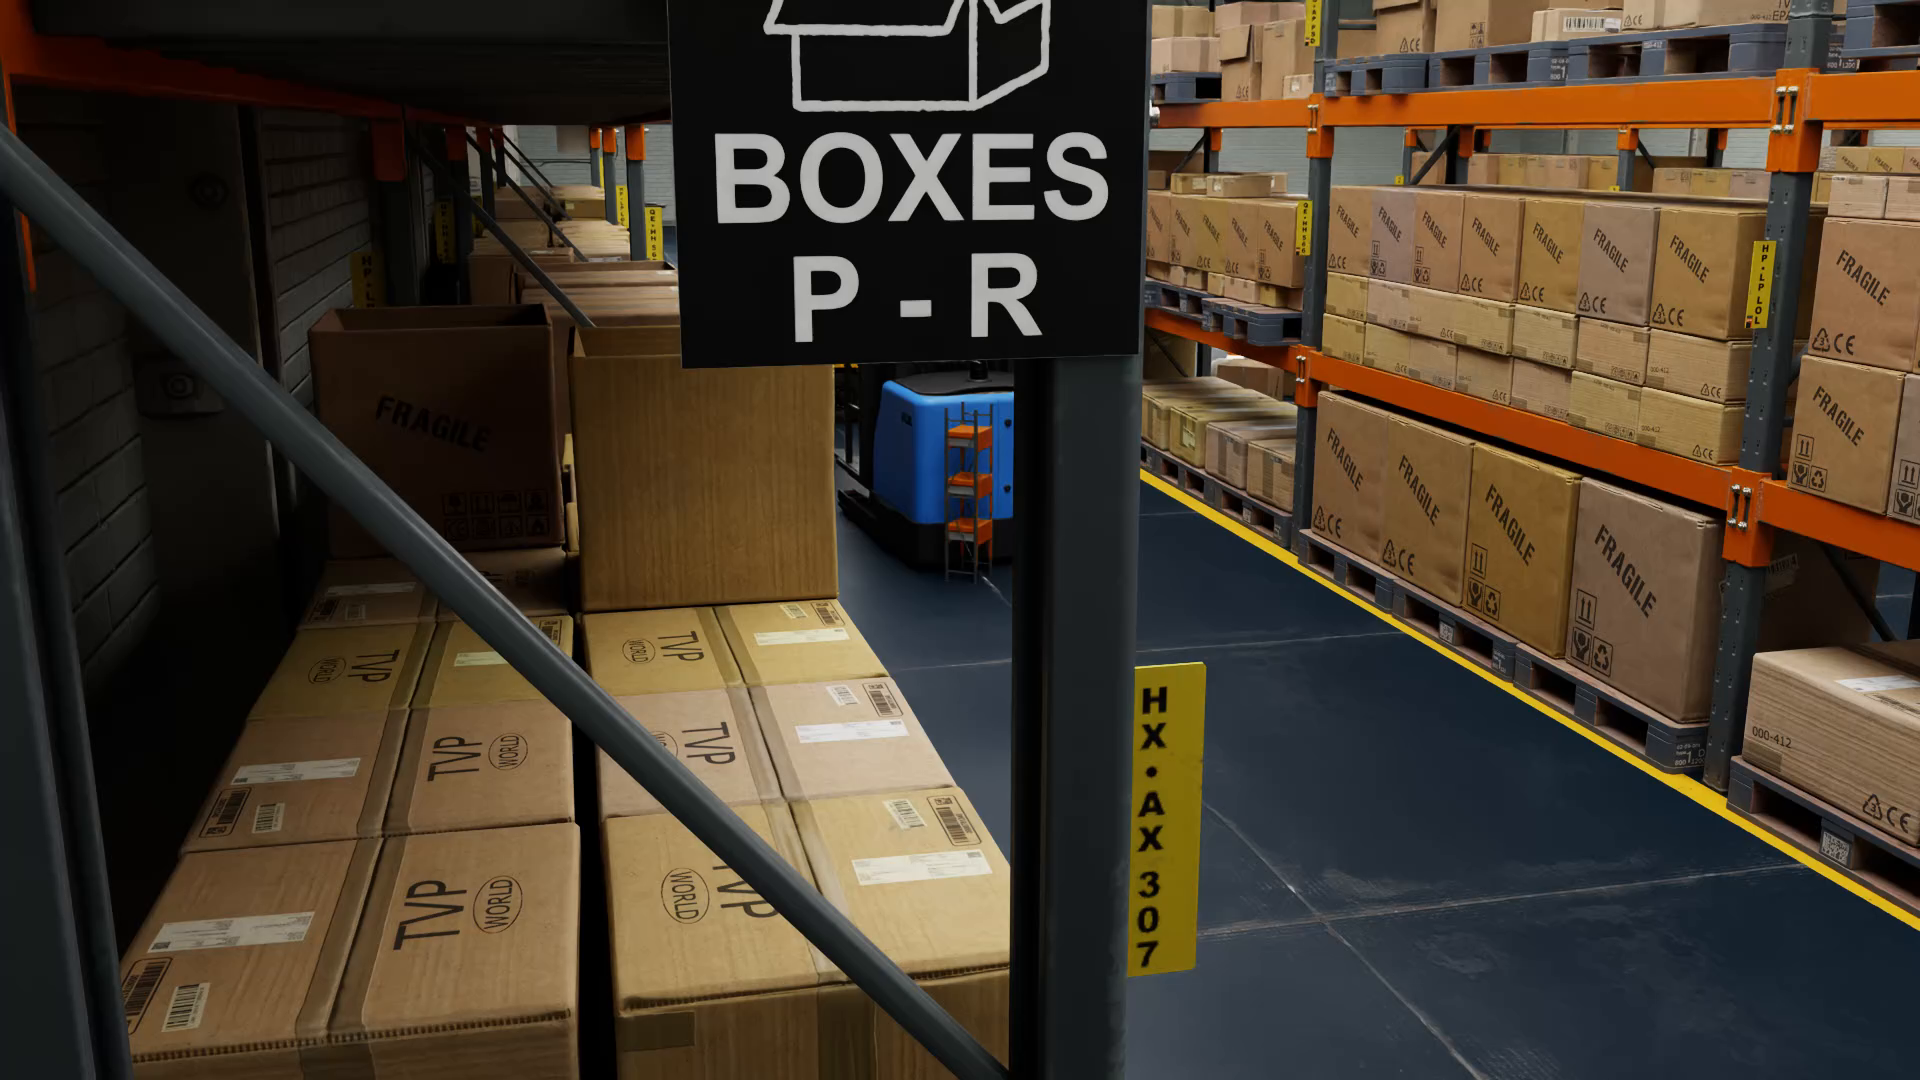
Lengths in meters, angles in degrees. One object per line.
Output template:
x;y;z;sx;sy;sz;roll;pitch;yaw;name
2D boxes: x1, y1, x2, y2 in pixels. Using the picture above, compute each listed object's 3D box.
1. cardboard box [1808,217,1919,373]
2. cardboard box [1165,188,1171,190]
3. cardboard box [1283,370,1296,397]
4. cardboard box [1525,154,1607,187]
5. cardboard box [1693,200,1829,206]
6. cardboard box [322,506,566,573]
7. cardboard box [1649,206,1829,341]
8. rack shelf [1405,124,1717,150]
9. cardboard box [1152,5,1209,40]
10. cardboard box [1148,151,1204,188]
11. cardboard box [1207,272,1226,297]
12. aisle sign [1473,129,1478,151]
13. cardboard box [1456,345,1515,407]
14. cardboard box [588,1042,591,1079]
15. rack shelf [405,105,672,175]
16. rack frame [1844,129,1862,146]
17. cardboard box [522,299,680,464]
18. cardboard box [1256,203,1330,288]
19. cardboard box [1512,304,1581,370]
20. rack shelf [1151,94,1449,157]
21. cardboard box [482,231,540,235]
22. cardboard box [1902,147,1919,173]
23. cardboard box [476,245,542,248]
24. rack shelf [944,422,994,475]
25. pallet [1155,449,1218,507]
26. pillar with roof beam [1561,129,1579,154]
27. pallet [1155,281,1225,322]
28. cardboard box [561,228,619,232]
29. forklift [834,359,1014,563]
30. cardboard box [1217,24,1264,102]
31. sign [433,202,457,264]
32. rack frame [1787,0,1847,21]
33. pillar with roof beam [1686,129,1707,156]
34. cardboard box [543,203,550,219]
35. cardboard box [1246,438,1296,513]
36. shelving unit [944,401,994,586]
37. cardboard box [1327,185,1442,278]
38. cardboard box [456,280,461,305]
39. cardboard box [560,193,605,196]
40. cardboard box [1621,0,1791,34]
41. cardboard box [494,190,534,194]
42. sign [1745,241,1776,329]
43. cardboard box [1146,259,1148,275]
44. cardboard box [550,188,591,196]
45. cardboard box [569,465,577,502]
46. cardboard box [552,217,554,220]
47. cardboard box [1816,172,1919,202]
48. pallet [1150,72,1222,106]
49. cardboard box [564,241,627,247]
3.423;-0.881;5.895;0.500;0.500;0.500;-3;14;-13;cardboard box
1.499;-2.589;13.480;0.500;0.500;0.500;-3;14;-12;cardboard box
3.602;-1.762;17.077;0.637;0.503;0.797;10;17;35;cardboard box
6.167;-3.552;16.554;0.875;0.550;0.550;-3;14;-13;cardboard box
3.576;-1.238;7.355;0.500;0.500;0.500;-3;14;-14;cardboard box
-1.180;0.100;3.888;0.500;0.250;0.500;-3;14;-12;cardboard box
3.198;-1.093;6.765;0.500;0.500;0.500;-3;14;-11;cardboard box
5.986;-4.184;16.928;1.077;0.370;4.000;-3;14;-13;rack shelf
1.542;-3.875;12.526;0.500;0.250;0.500;-4;14;-14;cardboard box
1.775;-3.108;14.384;0.700;0.500;0.500;-3;14;-14;cardboard box
1.936;-1.772;11.504;0.380;0.149;0.250;-3;14;-12;cardboard box
5.791;-4.834;18.914;0.394;0.787;0.004;-3;14;-13;aisle sign
2.852;-0.841;8.363;0.500;0.250;0.500;-3;14;-13;cardboard box
-0.676;0.729;2.153;0.380;0.149;0.250;-3;14;-12;cardboard box
-1.747;-1.762;7.013;1.077;0.370;4.000;-3;14;-13;rack shelf
10.361;-3.791;20.123;1.000;3.000;0.127;-3;14;-13;rack frame
-1.174;-0.569;5.841;0.700;0.500;0.500;-3;14;-12;cardboard box
2.230;-1.879;10.577;0.500;0.500;0.500;-4;14;-15;cardboard box
2.955;-0.962;7.808;0.500;0.250;0.500;-3;14;-12;cardboard box
2.138;-2.962;11.926;1.077;0.370;4.000;-3;14;-13;rack shelf
-3.034;-2.012;11.263;0.380;0.149;0.250;-3;14;-14;cardboard box
10.578;-3.981;17.959;0.500;0.500;0.500;-3;14;-13;cardboard box
-2.661;-1.660;9.824;0.380;0.149;0.250;-3;14;-13;cardboard box
0.054;-0.542;9.780;0.215;0.259;0.240;6;15;22;rack shelf
2.142;-0.499;12.527;1.003;0.211;1.213;-3;14;-13;pallet
14.581;-14.101;49.683;9.100;9.000;0.548;-3;14;-13;pillar with roof beam
2.103;-1.754;12.190;1.003;0.211;1.213;-3;14;-13;pallet
-2.584;-2.100;11.626;0.380;0.149;0.250;-4;14;-15;cardboard box
-0.222;-1.590;11.259;1.130;2.935;3.031;-4;14;-17;forklift
2.221;-3.250;11.373;0.797;0.503;0.637;-3;14;-13;cardboard box
-2.756;-1.646;8.905;0.100;0.325;0.005;-3;14;-13;sign
3.547;-3.384;5.819;1.000;3.000;0.127;-3;14;-13;rack frame
15.990;-12.717;44.017;9.100;9.000;0.548;-3;14;-13;pillar with roof beam
-4.095;-3.120;15.798;0.380;0.149;0.250;-4;14;-14;cardboard box
2.484;-0.451;11.106;0.950;0.372;0.625;-4;14;-17;cardboard box
0.054;-0.276;9.845;0.215;1.050;0.252;6;15;22;shelving unit
2.485;-1.800;9.656;0.500;0.500;0.500;-4;14;-15;cardboard box
-2.592;-1.373;9.491;0.500;0.250;0.500;-3;14;-12;cardboard box
-3.208;-2.873;14.164;0.380;0.149;0.250;-4;14;-14;cardboard box
3.136;-2.280;6.920;0.500;0.311;0.500;-3;14;-13;cardboard box
-4.024;-3.074;14.985;0.380;0.149;0.250;-4;14;-15;cardboard box
3.021;-0.962;6.270;0.100;0.325;0.005;-3;14;-13;sign
1.541;-2.194;13.233;0.380;0.149;0.250;-3;14;-12;cardboard box
-3.645;-3.223;15.593;0.380;0.149;0.250;-3;14;-13;cardboard box
-0.789;-0.046;4.482;0.500;0.250;0.500;-3;14;-13;cardboard box
-3.725;-2.911;16.309;0.500;0.500;0.500;-4;14;-14;cardboard box
7.057;-2.565;12.789;0.700;0.500;0.500;-4;14;-14;cardboard box
1.956;-3.294;12.165;1.213;0.211;1.003;-3;14;-13;pallet
-2.228;-1.748;10.184;0.380;0.149;0.250;-3;14;-13;cardboard box
